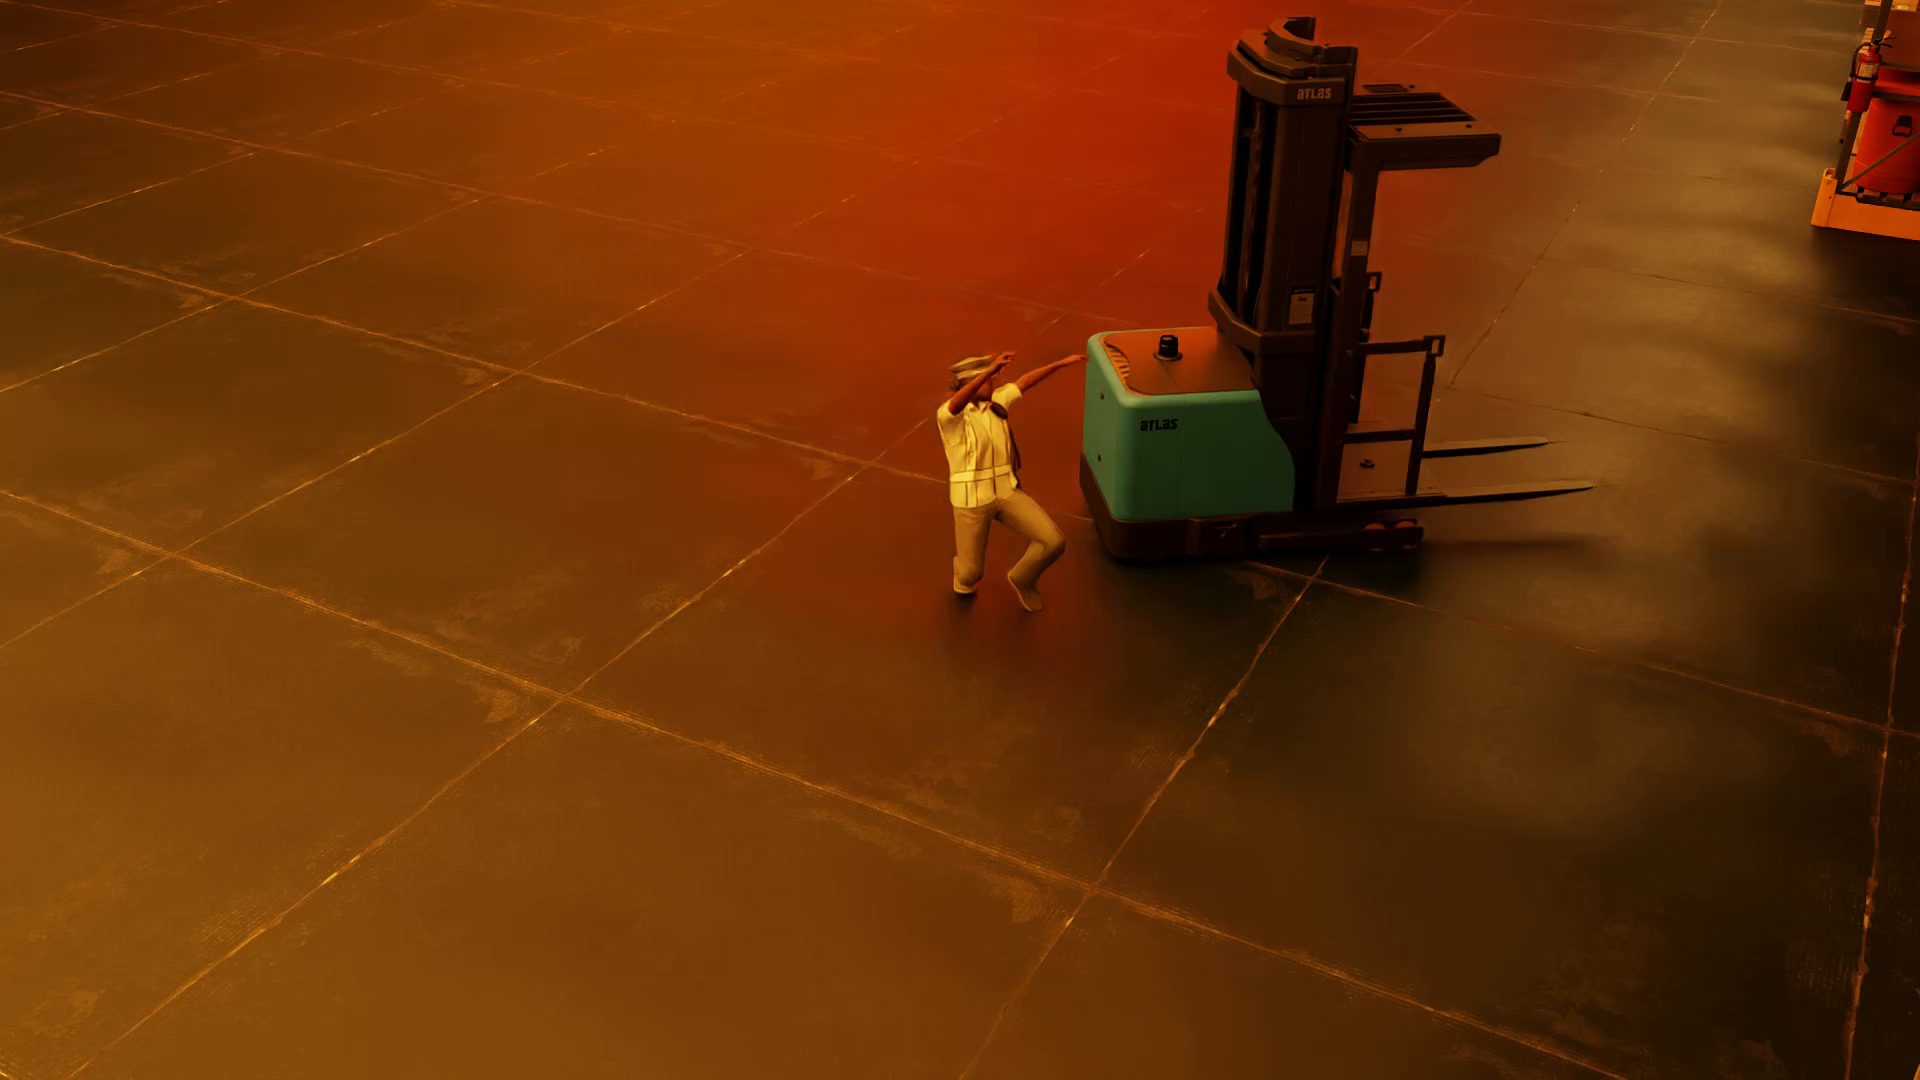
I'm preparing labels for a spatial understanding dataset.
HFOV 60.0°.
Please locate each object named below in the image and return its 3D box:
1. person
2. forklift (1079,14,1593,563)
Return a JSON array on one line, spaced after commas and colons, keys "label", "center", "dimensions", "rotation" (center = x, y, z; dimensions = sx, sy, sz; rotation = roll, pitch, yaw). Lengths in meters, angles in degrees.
[{"label": "person", "center": [0.381, -0.377, 9.146], "dimensions": [1.017, 1.567, 0.823], "rotation": [-16, 34, -26]}, {"label": "forklift", "center": [2.311, -1.458, 9.597], "dimensions": [3.031, 2.935, 1.130], "rotation": [-4, 30, -7]}]
